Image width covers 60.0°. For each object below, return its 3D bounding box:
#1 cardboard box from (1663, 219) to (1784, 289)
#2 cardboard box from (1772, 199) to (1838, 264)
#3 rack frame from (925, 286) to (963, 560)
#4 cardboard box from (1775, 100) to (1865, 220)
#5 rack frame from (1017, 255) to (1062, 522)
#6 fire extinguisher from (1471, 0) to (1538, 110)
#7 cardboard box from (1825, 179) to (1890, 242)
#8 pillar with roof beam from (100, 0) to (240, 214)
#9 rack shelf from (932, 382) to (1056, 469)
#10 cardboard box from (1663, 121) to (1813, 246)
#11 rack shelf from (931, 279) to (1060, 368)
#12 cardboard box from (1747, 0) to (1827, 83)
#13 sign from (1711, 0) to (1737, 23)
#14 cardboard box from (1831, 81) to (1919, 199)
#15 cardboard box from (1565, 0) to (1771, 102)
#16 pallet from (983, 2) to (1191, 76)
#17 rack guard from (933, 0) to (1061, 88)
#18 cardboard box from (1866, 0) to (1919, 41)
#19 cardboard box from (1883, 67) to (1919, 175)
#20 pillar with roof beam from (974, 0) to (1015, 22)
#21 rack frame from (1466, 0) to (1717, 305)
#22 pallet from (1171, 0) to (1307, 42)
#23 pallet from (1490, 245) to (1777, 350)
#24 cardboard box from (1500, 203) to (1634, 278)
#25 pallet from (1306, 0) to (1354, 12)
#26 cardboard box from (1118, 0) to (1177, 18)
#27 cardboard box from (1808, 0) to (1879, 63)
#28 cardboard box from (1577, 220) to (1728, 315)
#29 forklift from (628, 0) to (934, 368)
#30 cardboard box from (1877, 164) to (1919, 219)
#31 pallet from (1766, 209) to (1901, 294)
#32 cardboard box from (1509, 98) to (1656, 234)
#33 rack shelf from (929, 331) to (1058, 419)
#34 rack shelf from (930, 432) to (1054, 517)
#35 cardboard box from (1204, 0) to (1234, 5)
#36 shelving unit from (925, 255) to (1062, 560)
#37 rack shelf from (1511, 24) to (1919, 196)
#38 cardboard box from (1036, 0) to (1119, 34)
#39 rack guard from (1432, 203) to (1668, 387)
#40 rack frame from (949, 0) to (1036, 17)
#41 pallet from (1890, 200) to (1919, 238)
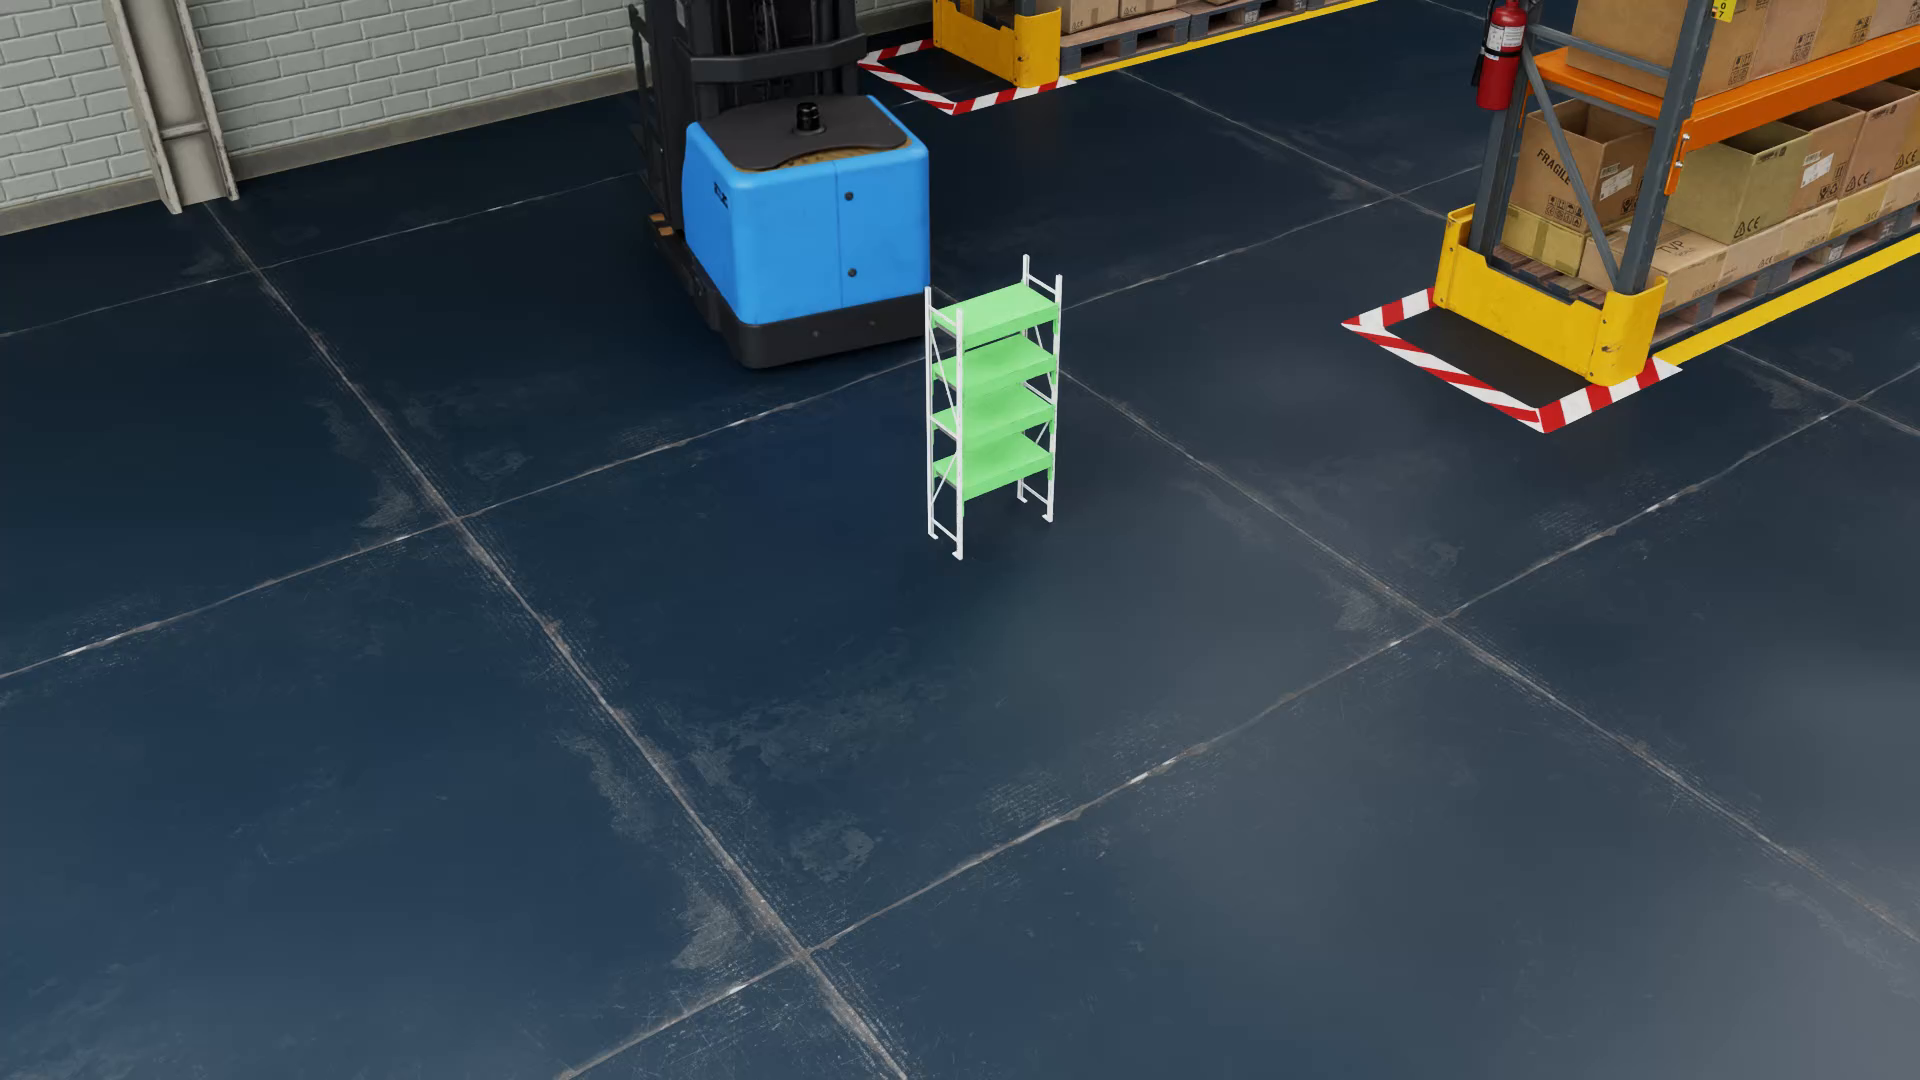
[{"bbox_3d":[4.019,-1.613,8.919,0.500,0.250,0.500,-22,41,-28],"label":"cardboard box"},{"bbox_3d":[4.427,-1.781,9.152,0.500,0.250,0.500,-22,41,-28],"label":"cardboard box"},{"bbox_3d":[-0.064,-0.461,6.863,0.015,1.200,0.240,-22,41,-28],"label":"rack frame"},{"bbox_3d":[4.421,-2.091,8.941,0.500,0.500,0.500,-22,41,-28],"label":"cardboard box"},{"bbox_3d":[0.335,-0.625,7.091,0.015,1.200,0.240,-22,41,-28],"label":"rack frame"},{"bbox_3d":[2.681,-2.465,8.175,0.183,0.674,0.296,-22,41,-28],"label":"fire extinguisher"},{"bbox_3d":[4.839,-1.947,9.383,0.500,0.250,0.500,-22,41,-28],"label":"cardboard box"},{"bbox_3d":[-2.162,-3.688,4.671,0.400,9.000,9.100,-22,41,-28],"label":"pillar with roof beam"},{"bbox_3d":[0.135,-0.491,7.014,0.480,0.148,0.258,-22,41,-28],"label":"rack shelf"},{"bbox_3d":[4.020,-1.916,8.699,0.500,0.500,0.500,-22,41,-28],"label":"cardboard box"},{"bbox_3d":[0.135,-0.881,6.734,0.480,0.148,0.258,-22,41,-28],"label":"rack shelf"},{"bbox_3d":[3.861,-2.685,8.329,0.500,0.500,0.700,-21,41,-27],"label":"cardboard box"},{"bbox_3d":[3.360,-2.431,7.252,0.005,0.325,0.100,-22,41,-28],"label":"sign"},{"bbox_3d":[4.840,-2.251,9.163,0.500,0.500,0.500,-22,41,-28],"label":"cardboard box"},{"bbox_3d":[3.434,-2.506,8.080,0.500,0.500,0.700,-22,41,-28],"label":"cardboard box"},{"bbox_3d":[0.935,-3.827,12.391,1.213,0.211,1.003,-22,41,-28],"label":"pallet"},{"bbox_3d":[0.251,-3.688,11.950,0.348,0.500,1.175,-22,41,-28],"label":"rack guard"},{"bbox_3d":[4.698,-3.028,8.806,0.500,0.500,0.700,-21,41,-27],"label":"cardboard box"},{"bbox_3d":[5.240,-2.426,9.407,0.500,0.500,0.500,-22,41,-28],"label":"cardboard box"},{"bbox_3d":[2.743,-5.707,7.478,0.400,9.000,9.100,-22,41,-28],"label":"pillar with roof beam"},{"bbox_3d":[3.045,-2.314,7.899,0.127,3.000,1.000,-22,41,-28],"label":"rack frame"},{"bbox_3d":[1.932,-4.235,12.958,1.213,0.211,1.003,-22,41,-28],"label":"pallet"},{"bbox_3d":[3.646,-1.460,9.099,1.213,0.211,1.003,-22,41,-28],"label":"pallet"},{"bbox_3d":[3.314,-1.690,9.026,0.500,0.250,0.500,-22,41,-28],"label":"cardboard box"},{"bbox_3d":[2.930,-4.648,13.532,1.213,0.211,1.003,-22,41,-28],"label":"pallet"},{"bbox_3d":[1.272,-4.146,12.372,0.500,0.311,0.500,-19,40,-24],"label":"cardboard box"},{"bbox_3d":[4.270,-2.849,8.557,0.500,0.500,0.700,-22,41,-28],"label":"cardboard box"},{"bbox_3d":[3.612,-1.443,8.682,0.500,0.250,0.500,-22,41,-28],"label":"cardboard box"},{"bbox_3d":[-1.185,-2.903,8.776,1.130,2.935,3.031,-14,38,-19],"label":"forklift"},{"bbox_3d":[5.247,-2.115,9.617,0.500,0.250,0.500,-22,41,-28],"label":"cardboard box"},{"bbox_3d":[4.643,-1.868,9.666,1.213,0.211,1.003,-22,41,-28],"label":"pallet"},{"bbox_3d":[3.312,-1.996,8.809,0.500,0.500,0.500,-22,41,-28],"label":"cardboard box"},{"bbox_3d":[0.135,-0.686,6.874,0.480,0.148,0.258,-22,41,-28],"label":"rack shelf"},{"bbox_3d":[0.135,-0.296,7.155,0.480,0.148,0.258,-22,41,-28],"label":"rack shelf"},{"bbox_3d":[1.901,-4.446,12.626,0.500,0.500,0.700,-25,43,-31],"label":"cardboard box"},{"bbox_3d":[0.135,-0.543,6.977,0.503,1.200,0.258,-22,41,-28],"label":"shelving unit"},{"bbox_3d":[4.680,-2.695,9.044,4.000,0.370,1.077,-22,41,-28],"label":"rack shelf"},{"bbox_3d":[0.806,-3.954,12.105,0.500,0.311,0.500,-28,44,-33],"label":"cardboard box"},{"bbox_3d":[3.026,-1.292,8.618,0.348,0.500,1.175,-22,41,-28],"label":"rack guard"},{"bbox_3d":[0.189,-4.677,11.185,0.127,3.000,1.000,-22,41,-28],"label":"rack frame"},{"bbox_3d":[5.641,-2.280,10.240,1.213,0.211,1.003,-22,41,-28],"label":"pallet"}]
